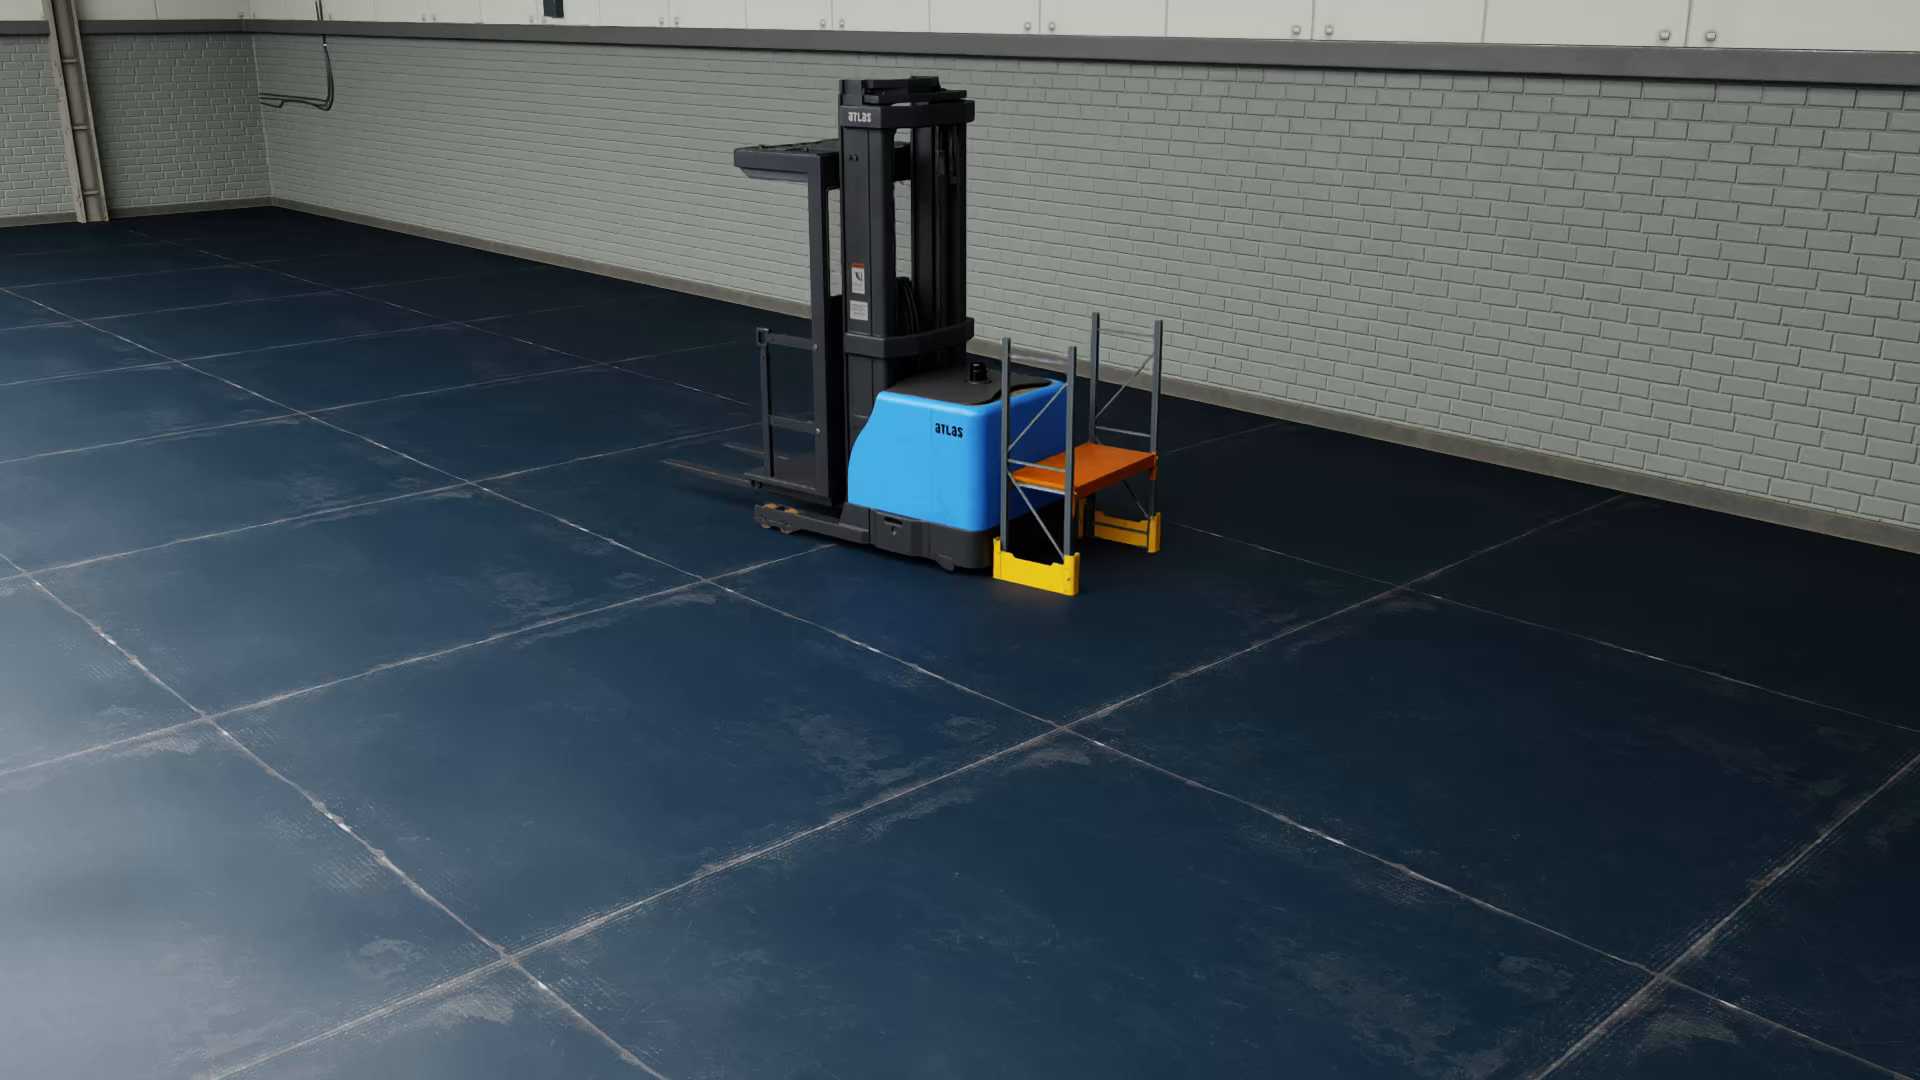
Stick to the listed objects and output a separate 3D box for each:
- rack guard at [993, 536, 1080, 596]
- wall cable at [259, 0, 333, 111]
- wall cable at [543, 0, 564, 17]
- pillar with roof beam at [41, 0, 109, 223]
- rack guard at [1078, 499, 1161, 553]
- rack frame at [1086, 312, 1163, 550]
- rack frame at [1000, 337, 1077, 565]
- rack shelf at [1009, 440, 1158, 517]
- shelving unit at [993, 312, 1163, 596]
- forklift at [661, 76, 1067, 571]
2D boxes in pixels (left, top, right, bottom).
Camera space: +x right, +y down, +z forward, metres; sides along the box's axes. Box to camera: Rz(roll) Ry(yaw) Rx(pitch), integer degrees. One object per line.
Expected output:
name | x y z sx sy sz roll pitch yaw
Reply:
rack guard | 0.460 0.156 10.098 0.587 0.250 0.087 12 22 34
wall cable | -10.982 -8.297 27.018 0.112 2.526 3.097 -16 24 -41
wall cable | -4.471 -9.261 19.443 0.169 6.003 2.305 -16 24 -41
pillar with roof beam | -11.074 -8.481 22.552 0.400 9.000 9.100 -16 24 -41
rack guard | 1.040 -0.094 10.869 0.587 0.250 0.087 12 22 34
rack frame | 1.051 -0.693 10.691 0.500 1.500 0.032 12 22 34
rack frame | 0.460 -0.438 9.905 0.500 1.500 0.032 12 22 34
rack shelf | 0.755 -0.395 10.353 0.538 0.185 1.000 12 22 34
shelving unit | 0.750 -0.564 10.291 0.587 1.500 1.083 12 22 34
forklift | -0.765 -1.550 11.012 3.031 2.935 1.130 13 22 36
